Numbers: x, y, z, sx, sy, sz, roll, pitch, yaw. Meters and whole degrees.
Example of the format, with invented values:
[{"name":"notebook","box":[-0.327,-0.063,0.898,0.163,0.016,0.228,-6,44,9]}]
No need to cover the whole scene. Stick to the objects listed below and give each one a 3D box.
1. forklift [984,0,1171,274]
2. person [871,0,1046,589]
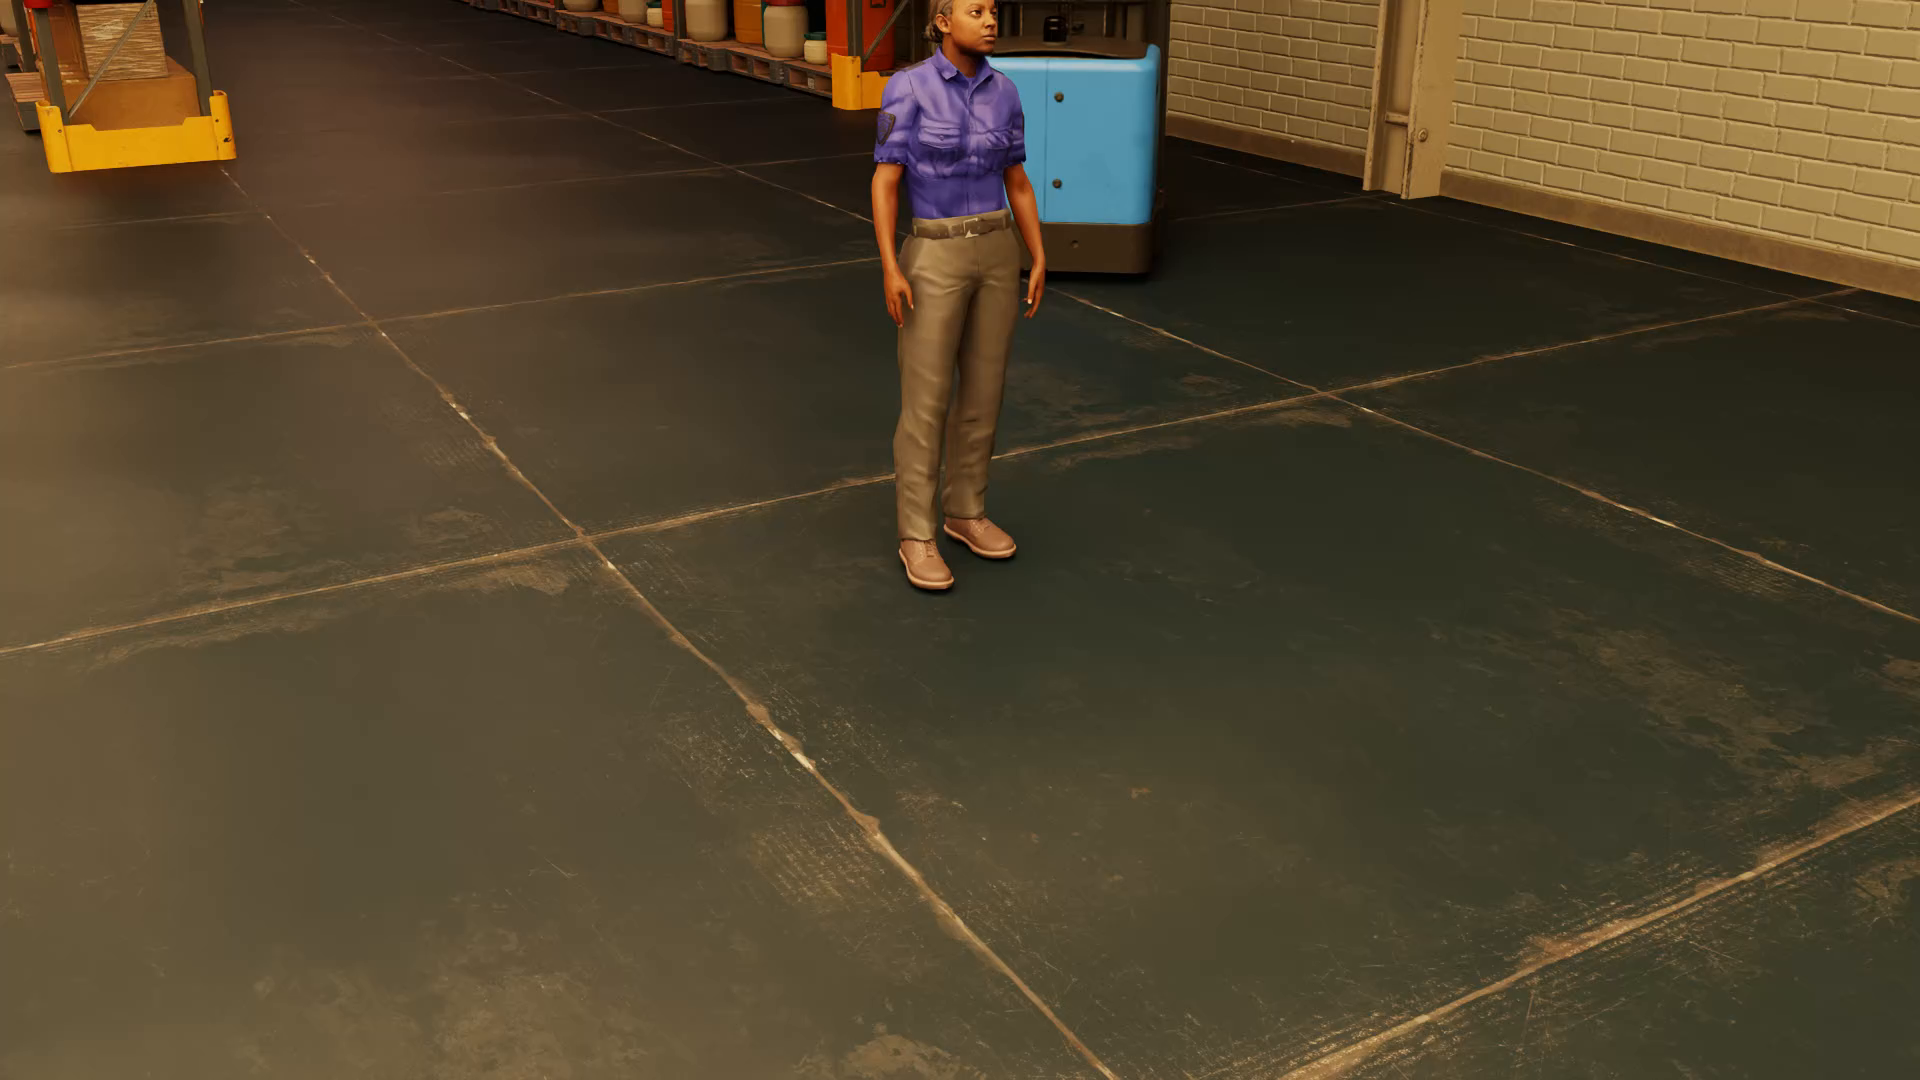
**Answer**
[{"name":"forklift","box":[0.615,-3.178,9.019,1.130,2.935,3.031,3,22,7]},{"name":"person","box":[0.027,-0.739,4.738,0.570,1.656,0.503,-12,25,-28]}]
